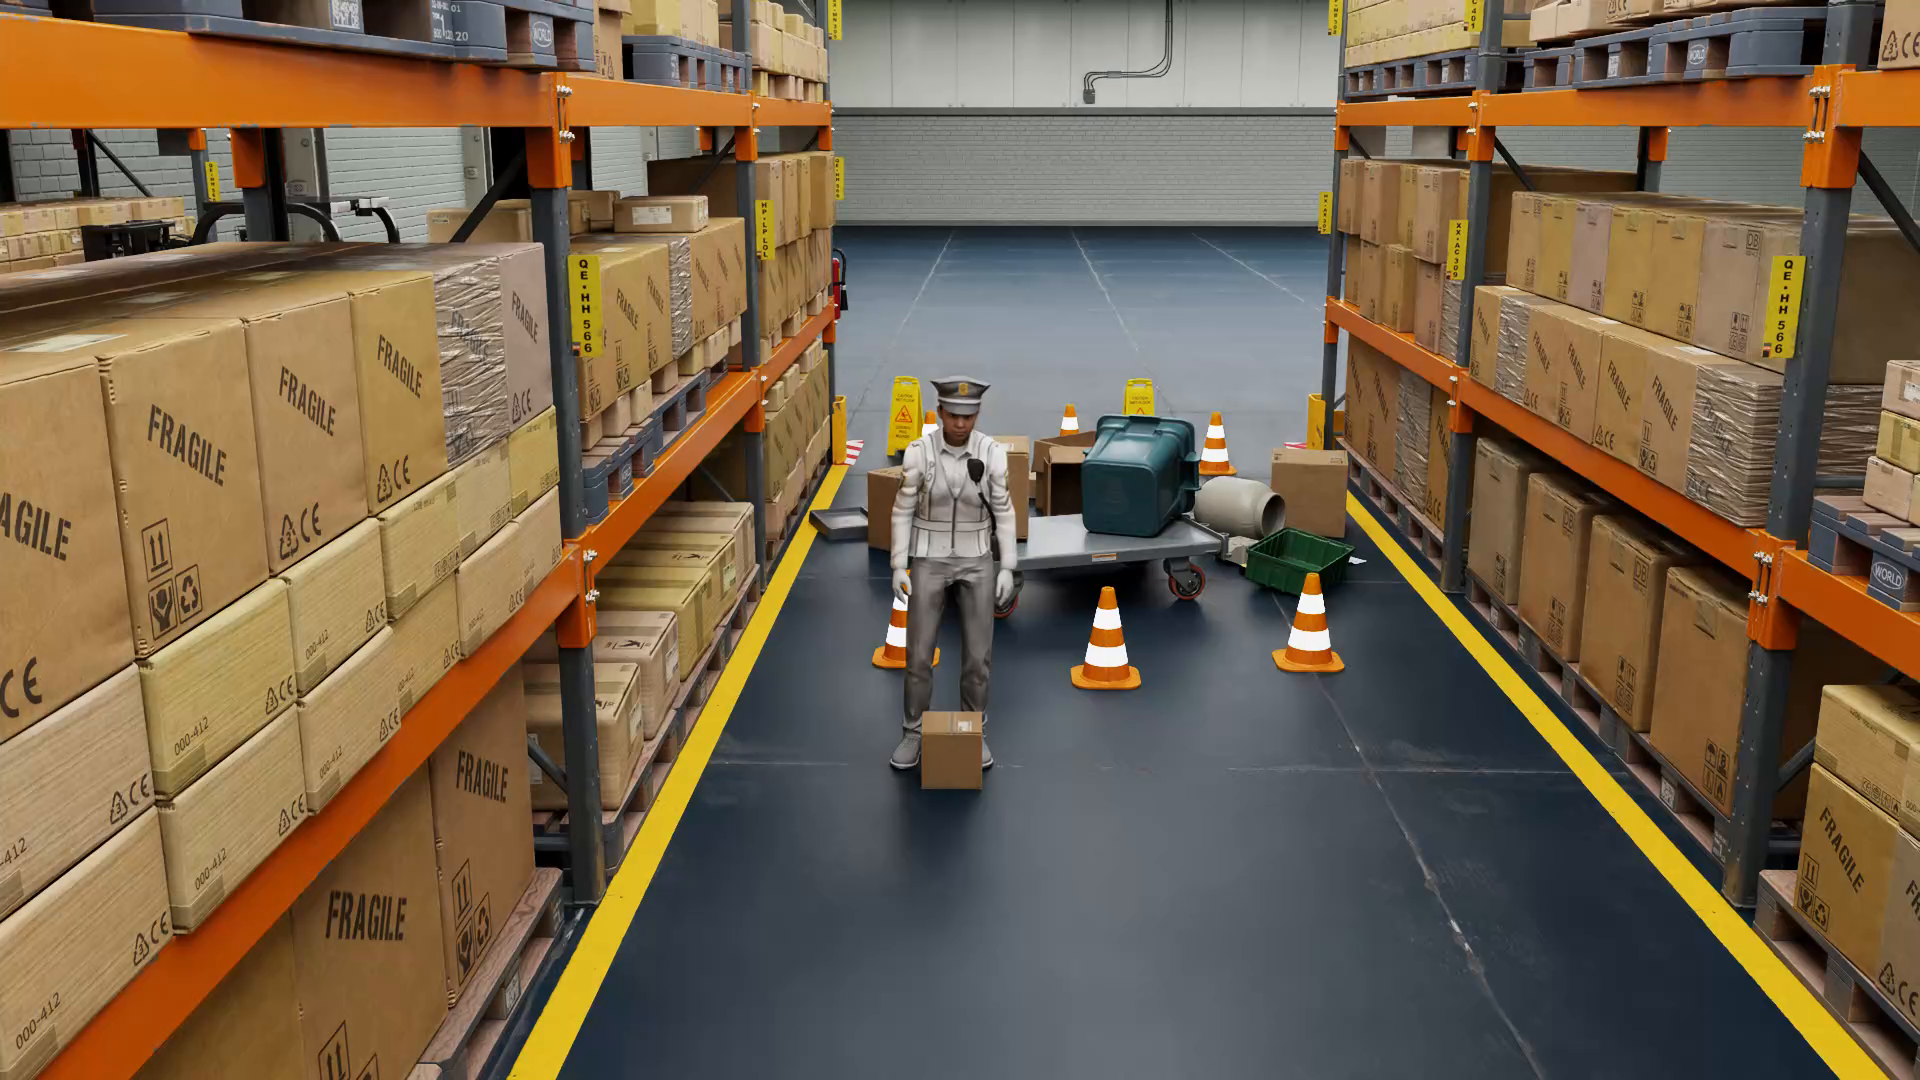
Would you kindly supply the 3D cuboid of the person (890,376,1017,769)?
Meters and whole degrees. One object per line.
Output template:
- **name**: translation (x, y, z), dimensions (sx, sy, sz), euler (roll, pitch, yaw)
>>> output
- **person**: translation (-0.029, 0.130, 6.976), dimensions (0.541, 1.662, 0.375), euler (0, 14, -2)
